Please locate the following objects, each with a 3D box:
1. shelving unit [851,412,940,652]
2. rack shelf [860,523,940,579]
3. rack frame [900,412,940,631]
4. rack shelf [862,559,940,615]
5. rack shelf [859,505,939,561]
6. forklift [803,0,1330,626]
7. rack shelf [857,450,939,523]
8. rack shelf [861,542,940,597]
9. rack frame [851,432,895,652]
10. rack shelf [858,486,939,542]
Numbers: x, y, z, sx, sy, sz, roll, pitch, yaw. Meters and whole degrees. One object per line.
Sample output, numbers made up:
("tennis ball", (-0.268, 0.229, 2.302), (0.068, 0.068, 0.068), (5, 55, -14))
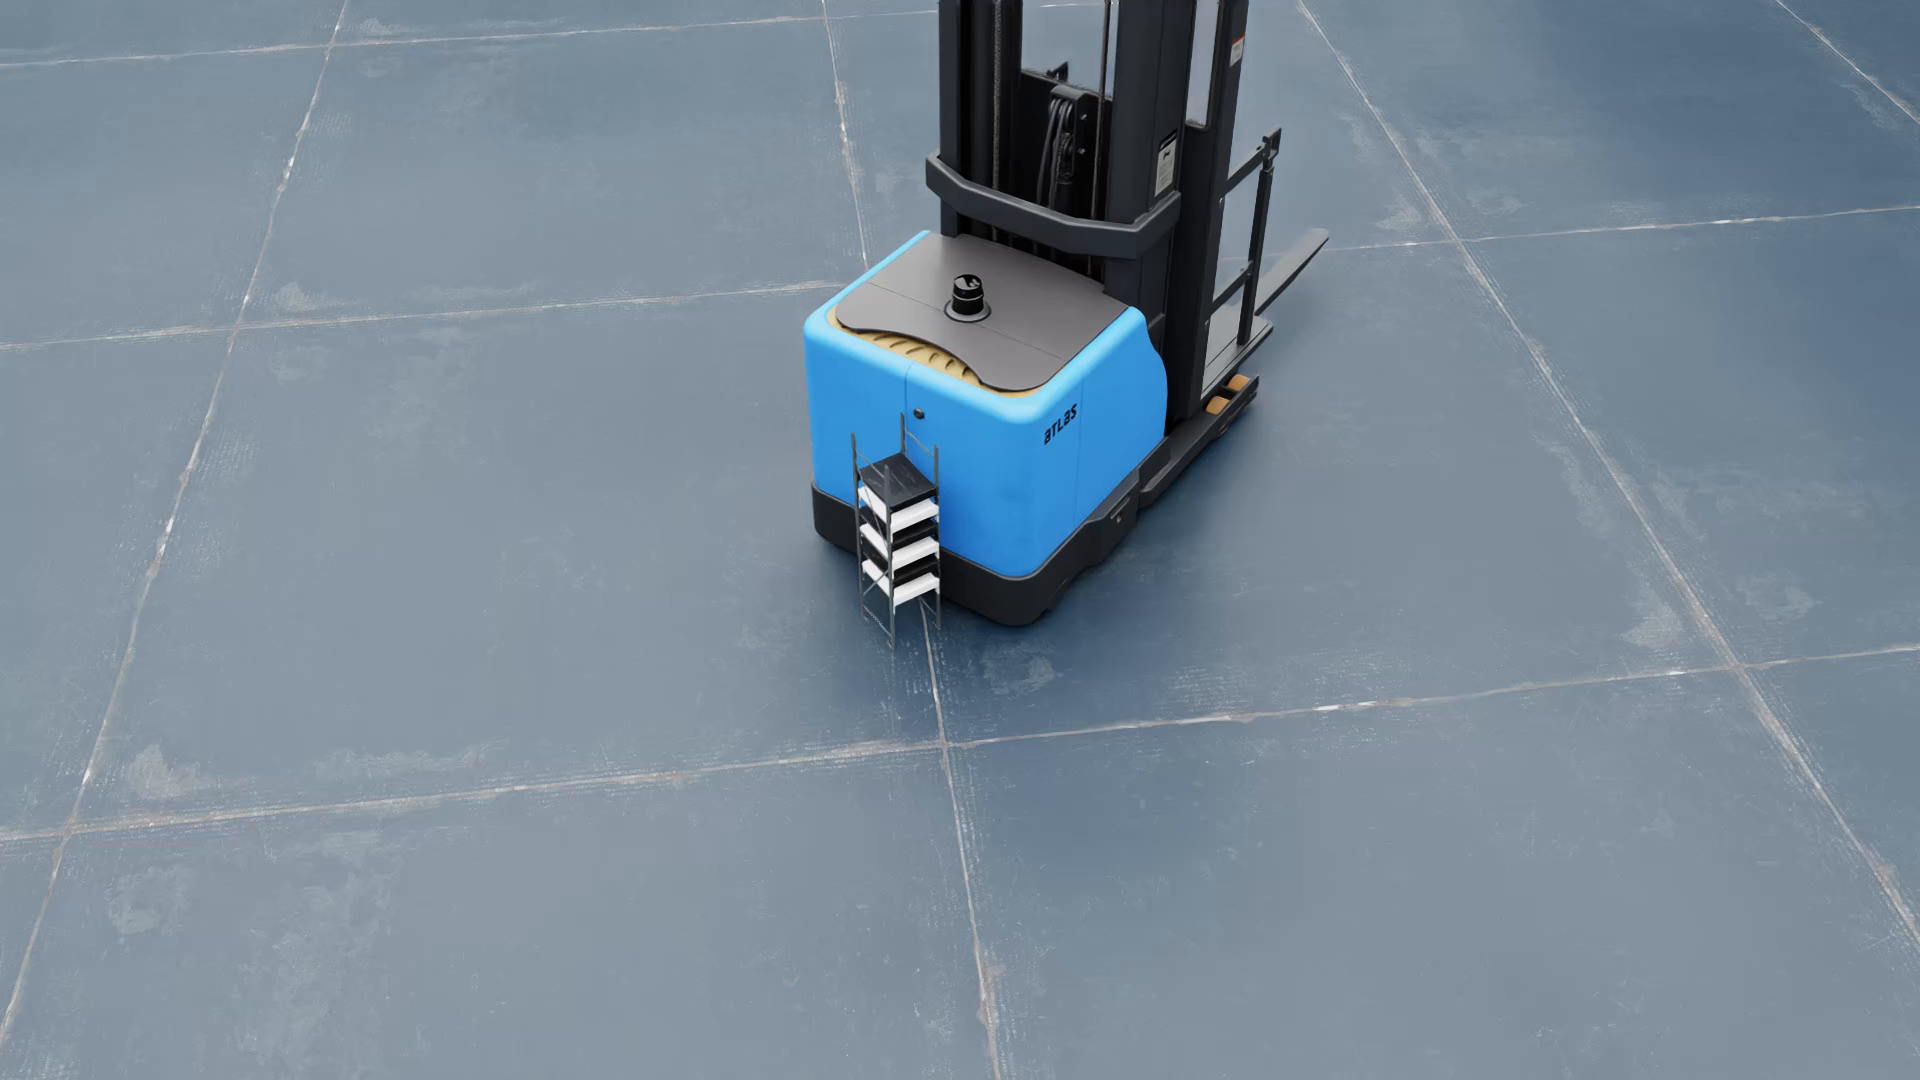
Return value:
("shelving unit", (-0.229, -0.016, 6.096), (0.210, 0.900, 0.258), (-24, 47, -24))
("rack shelf", (-0.229, 0.009, 6.118), (0.200, 0.077, 0.258), (-24, 47, -24))
("rack frame", (-0.145, -0.054, 6.138), (0.006, 0.900, 0.240), (-24, 47, -24))
("rack shelf", (-0.229, 0.142, 6.239), (0.200, 0.077, 0.258), (-24, 47, -24))
("rack shelf", (-0.229, -0.058, 6.058), (0.200, 0.077, 0.258), (-24, 47, -24))
("forklift", (0.663, -1.716, 6.464), (1.130, 2.935, 3.031), (25, 48, 25))
("rack shelf", (-0.229, -0.192, 5.937), (0.200, 0.077, 0.258), (-24, 47, -24))
("rack shelf", (-0.229, 0.076, 6.179), (0.200, 0.077, 0.258), (-24, 47, -24))
("rack frame", (-0.313, 0.022, 6.054), (0.006, 0.900, 0.240), (-24, 47, -24))
("rack shelf", (-0.229, -0.125, 5.998), (0.200, 0.077, 0.258), (-24, 47, -24))
